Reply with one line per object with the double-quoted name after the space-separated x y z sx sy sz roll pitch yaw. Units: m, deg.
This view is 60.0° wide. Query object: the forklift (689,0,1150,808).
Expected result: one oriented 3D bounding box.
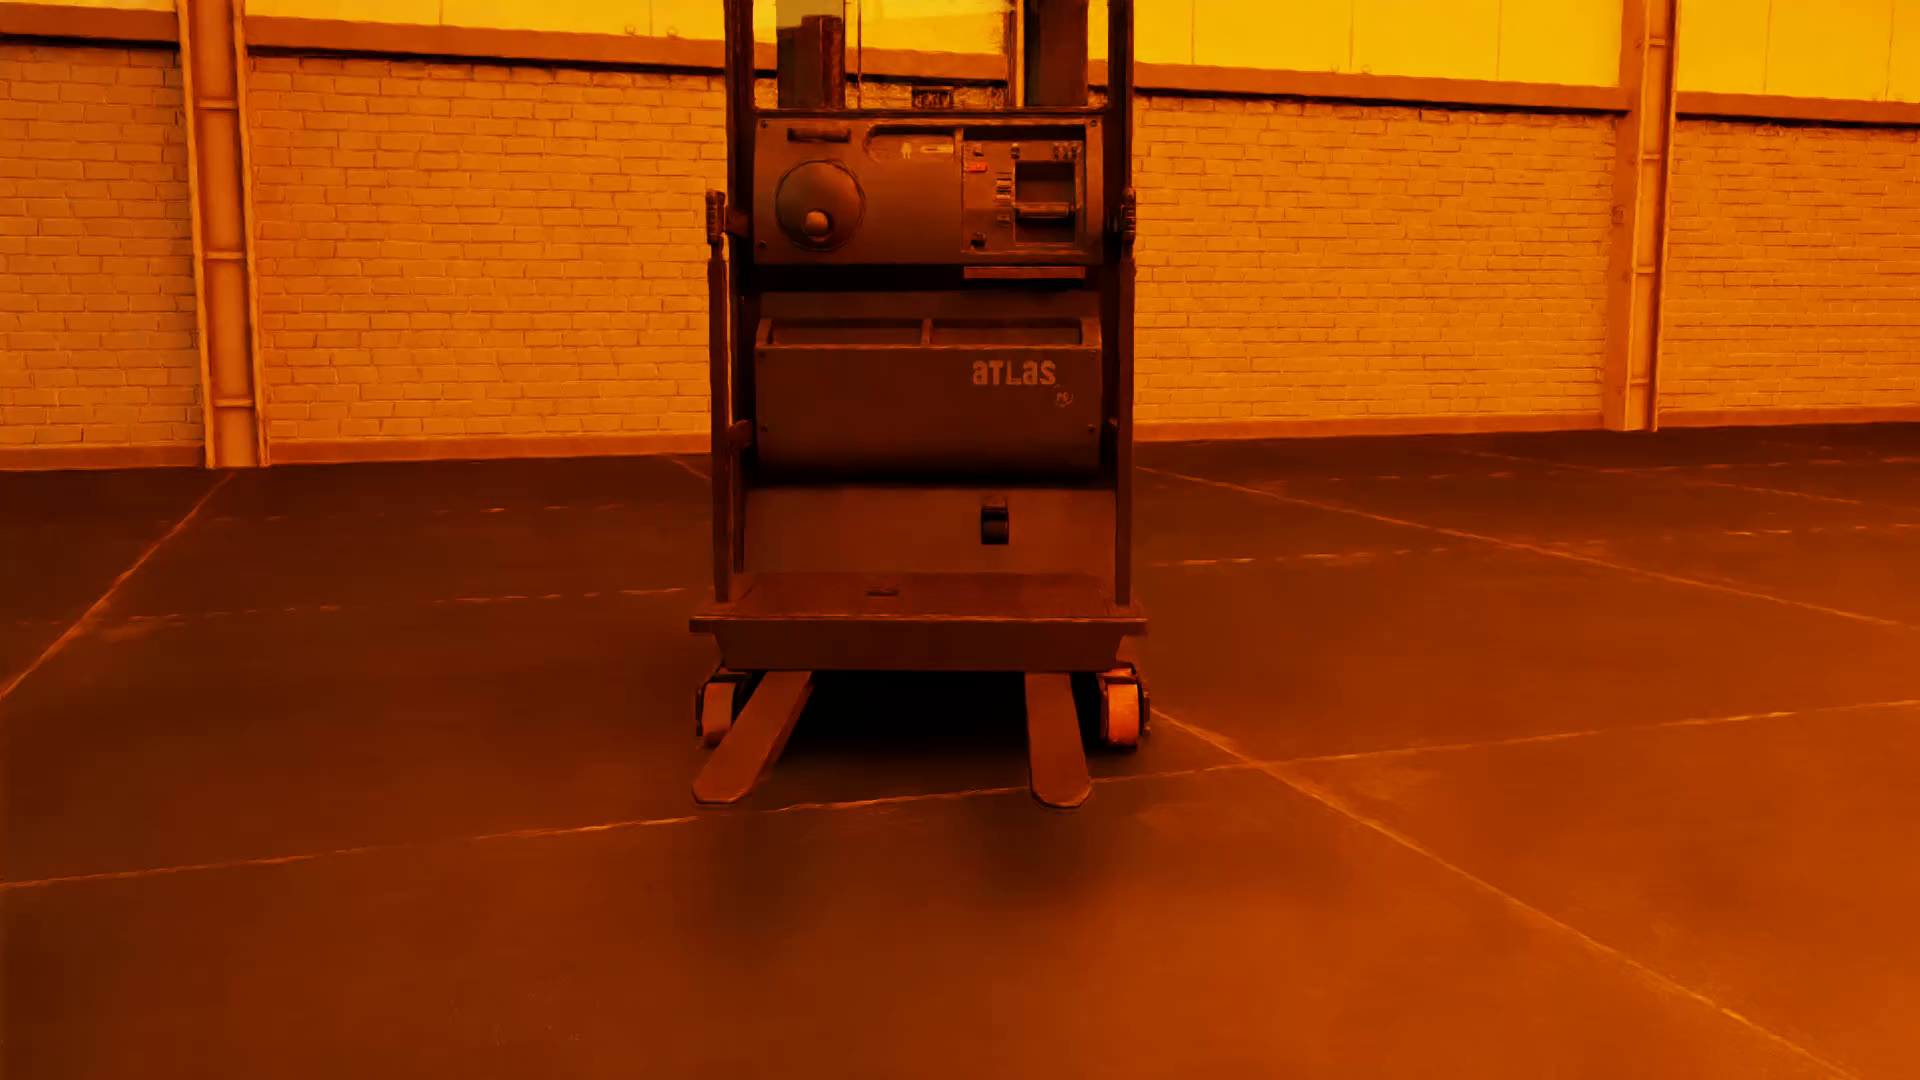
-0.088 -0.977 4.231 1.130 2.935 3.031 0 8 1 "forklift"
